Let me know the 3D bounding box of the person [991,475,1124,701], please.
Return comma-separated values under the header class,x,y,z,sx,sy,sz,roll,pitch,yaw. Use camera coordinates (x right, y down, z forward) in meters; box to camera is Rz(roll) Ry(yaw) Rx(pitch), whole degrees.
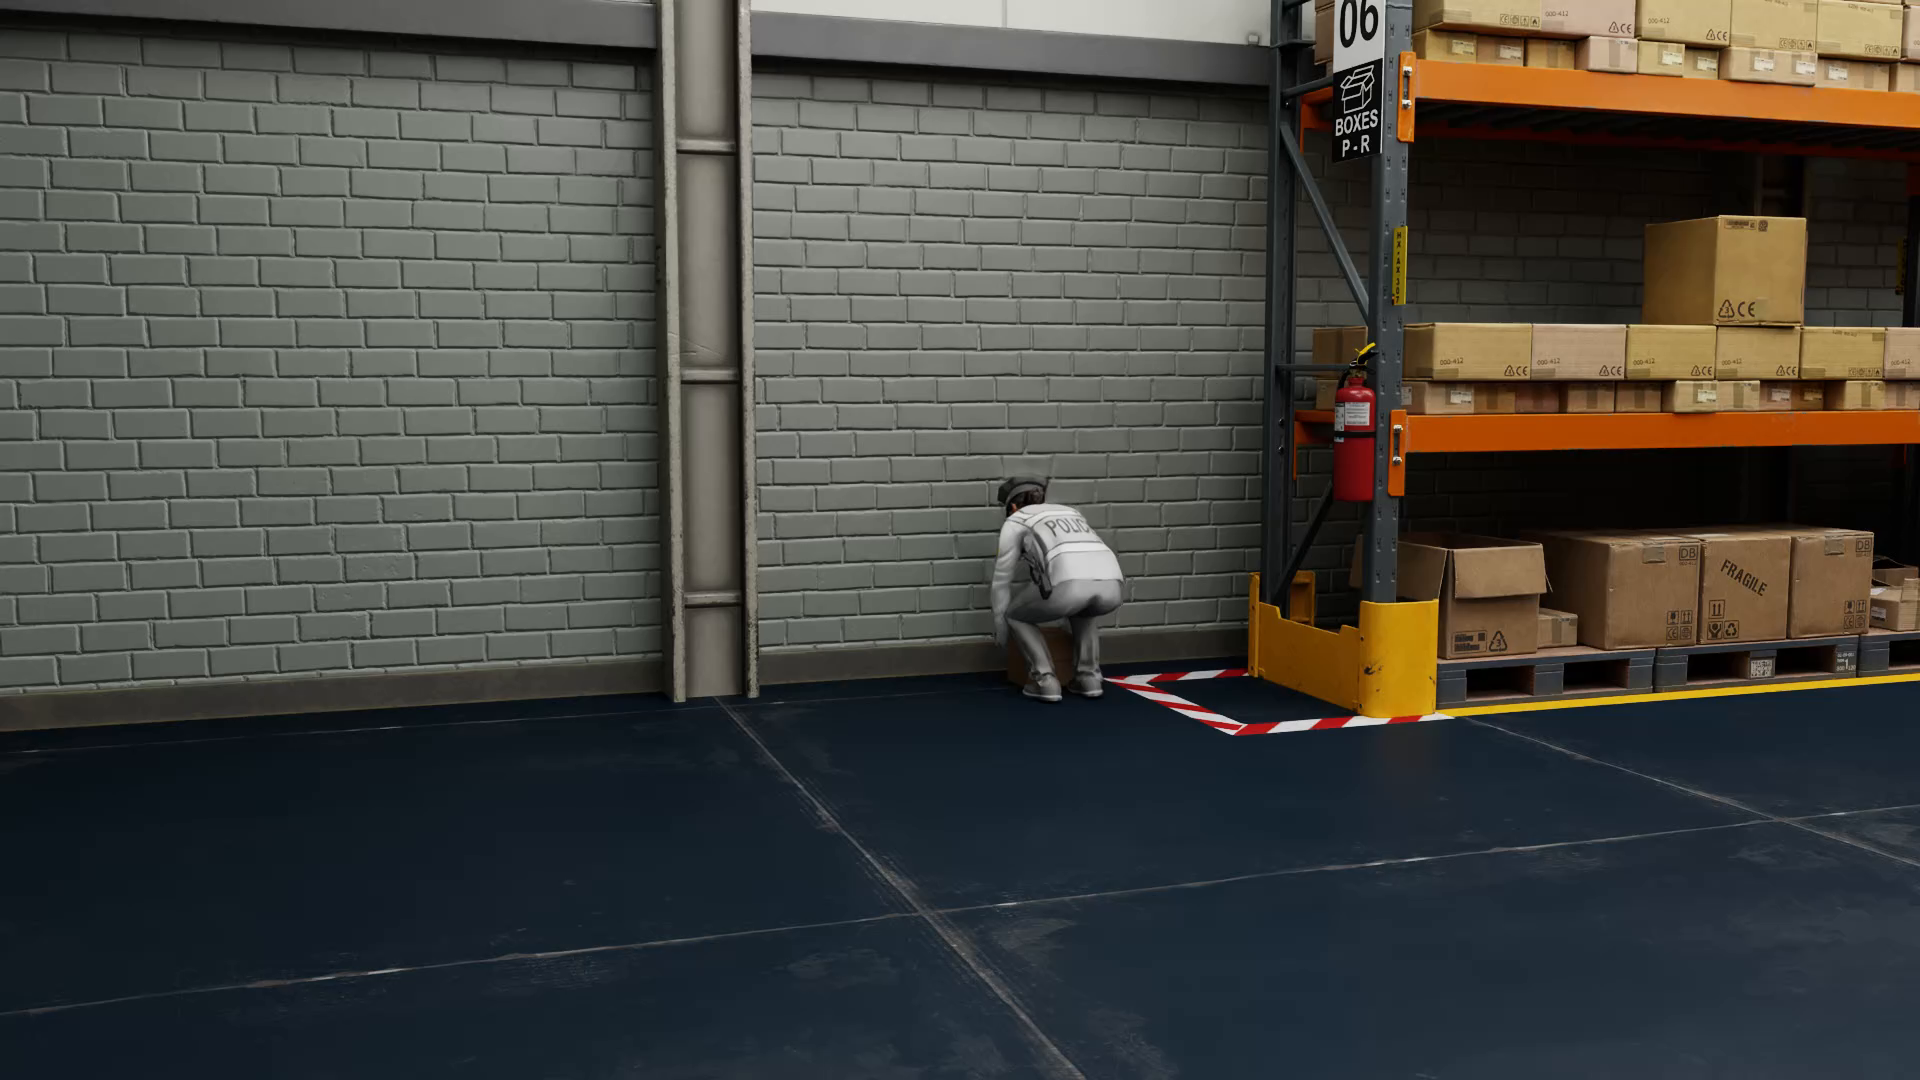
class,x,y,z,sx,sy,sz,roll,pitch,yaw
person,0.423,0.217,7.698,0.495,1.008,0.840,-2,6,-19
